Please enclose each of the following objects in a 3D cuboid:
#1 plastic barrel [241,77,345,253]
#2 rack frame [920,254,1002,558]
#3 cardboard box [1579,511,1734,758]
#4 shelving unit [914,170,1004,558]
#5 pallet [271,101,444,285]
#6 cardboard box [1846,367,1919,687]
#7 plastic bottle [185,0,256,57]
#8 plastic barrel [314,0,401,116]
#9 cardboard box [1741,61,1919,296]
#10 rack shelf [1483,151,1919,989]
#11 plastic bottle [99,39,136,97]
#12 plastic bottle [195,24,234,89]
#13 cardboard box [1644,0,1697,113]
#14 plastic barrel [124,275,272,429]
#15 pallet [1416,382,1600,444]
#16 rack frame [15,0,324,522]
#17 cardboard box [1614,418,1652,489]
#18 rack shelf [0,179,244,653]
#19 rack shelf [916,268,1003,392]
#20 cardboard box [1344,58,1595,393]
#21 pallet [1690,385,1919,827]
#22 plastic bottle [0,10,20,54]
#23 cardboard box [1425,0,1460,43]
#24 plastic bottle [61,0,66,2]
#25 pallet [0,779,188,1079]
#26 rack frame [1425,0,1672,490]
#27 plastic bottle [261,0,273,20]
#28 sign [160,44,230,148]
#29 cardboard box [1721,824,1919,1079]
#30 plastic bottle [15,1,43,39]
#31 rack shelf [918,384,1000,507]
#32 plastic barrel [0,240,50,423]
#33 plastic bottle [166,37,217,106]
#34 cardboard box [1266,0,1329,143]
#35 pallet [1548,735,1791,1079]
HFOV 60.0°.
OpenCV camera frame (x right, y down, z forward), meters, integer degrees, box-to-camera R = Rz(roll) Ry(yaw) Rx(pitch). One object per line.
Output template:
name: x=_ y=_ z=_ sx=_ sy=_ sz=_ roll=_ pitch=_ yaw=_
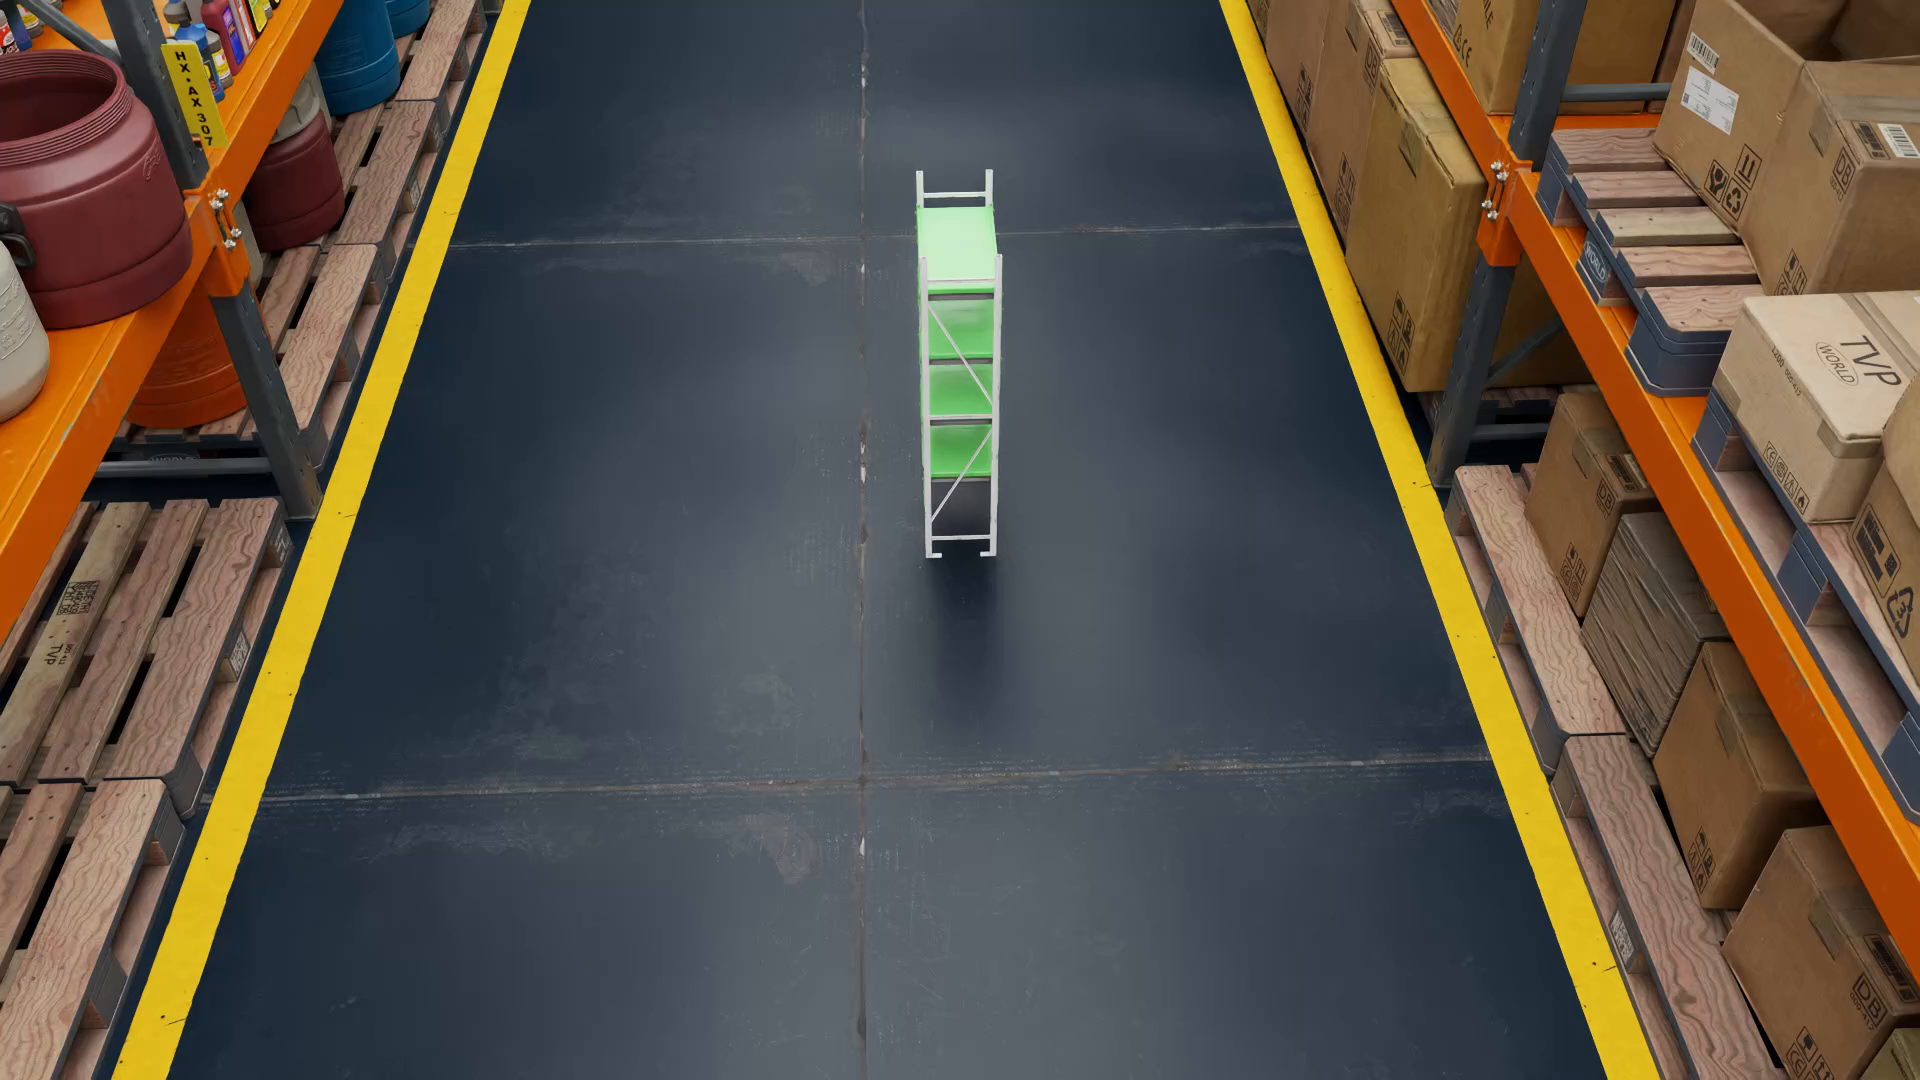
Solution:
plastic barrel: x=-2.844 y=-1.557 z=6.702 sx=0.600 sy=0.588 sz=0.708 roll=-2 pitch=43 yaw=-2
rack frame: x=0.003 y=-0.389 z=5.287 sx=0.240 sy=1.200 sz=0.015 roll=-2 pitch=43 yaw=-2
cardboard box: x=2.275 y=0.244 z=4.788 sx=0.700 sy=0.500 sz=0.500 roll=-5 pitch=43 yaw=-5
shelving unit: x=-0.007 y=-0.554 z=5.466 sx=0.258 sy=1.200 sz=0.503 roll=-2 pitch=43 yaw=-2
pallet: x=-2.882 y=-1.523 z=7.256 sx=1.003 sy=0.211 sz=1.213 roll=-2 pitch=43 yaw=-2
cardboard box: x=2.195 y=-0.001 z=3.144 sx=0.797 sy=0.503 sz=0.637 roll=2 pitch=43 yaw=3
plastic bottle: x=-2.473 y=-1.767 z=5.549 sx=0.152 sy=0.276 sz=0.135 roll=-2 pitch=43 yaw=-2
plastic barrel: x=-2.892 y=-2.435 z=7.428 sx=0.600 sy=0.901 sz=0.708 roll=-2 pitch=43 yaw=-2
cardboard box: x=2.377 y=-0.795 z=4.013 sx=0.700 sy=0.500 sz=0.500 roll=4 pitch=43 yaw=5
rack shelf: x=2.276 y=0.275 z=3.763 sx=1.077 sy=0.370 sz=4.000 roll=-2 pitch=43 yaw=-2
plastic bottle: x=-2.605 y=-1.450 z=5.204 sx=0.152 sy=0.276 sz=0.135 roll=-2 pitch=43 yaw=-2
plastic bottle: x=-2.435 y=-1.572 z=5.392 sx=0.097 sy=0.201 sz=0.097 roll=0 pitch=43 yaw=0
cardboard box: x=2.442 y=-1.714 z=5.326 sx=0.500 sy=0.500 sz=0.500 roll=0 pitch=43 yaw=-1
plastic barrel: x=-2.796 y=-0.883 z=5.789 sx=0.600 sy=0.830 sz=0.708 roll=-2 pitch=43 yaw=-2
pallet: x=2.232 y=-0.847 z=6.518 sx=1.003 sy=0.211 sz=1.213 roll=-2 pitch=43 yaw=-2
rack frame: x=-2.758 y=-1.199 z=4.838 sx=1.000 sy=3.000 sz=0.127 roll=-2 pitch=43 yaw=-2
cardboard box: x=2.249 y=-0.407 z=4.943 sx=0.500 sy=0.250 sz=0.500 roll=0 pitch=43 yaw=0
rack shelf: x=-2.673 y=0.417 z=3.608 sx=1.077 sy=0.370 sz=4.000 roll=-2 pitch=43 yaw=-2
rack shelf: x=-0.007 y=-0.684 z=5.348 sx=0.258 sy=0.148 sz=0.480 roll=-2 pitch=43 yaw=-2
cardboard box: x=2.182 y=-1.179 z=6.078 sx=1.225 sy=0.875 sz=0.875 roll=-3 pitch=43 yaw=-4
pallet: x=2.316 y=0.065 z=3.601 sx=1.003 sy=0.211 sz=1.213 roll=-2 pitch=43 yaw=-2
plastic bottle: x=-3.202 y=-1.686 z=5.517 sx=0.097 sy=0.201 sz=0.097 roll=0 pitch=43 yaw=0
cardboard box: x=1.907 y=-2.040 z=5.682 sx=0.500 sy=0.500 sz=0.500 roll=-2 pitch=43 yaw=-2
plastic bottle: x=-3.223 y=-2.015 z=5.875 sx=0.097 sy=0.201 sz=0.097 roll=0 pitch=43 yaw=0
pallet: x=-2.715 y=1.175 z=4.312 sx=1.003 sy=0.211 sz=1.213 roll=-2 pitch=43 yaw=-2
rack frame: x=2.191 y=-1.341 z=4.993 sx=1.000 sy=3.000 sz=0.127 roll=-2 pitch=43 yaw=-2
plastic bottle: x=-2.456 y=-1.908 z=5.759 sx=0.097 sy=0.201 sz=0.097 roll=0 pitch=43 yaw=0
sign: x=-2.209 y=-1.279 z=4.805 sx=0.100 sy=0.325 sz=0.005 roll=-2 pitch=43 yaw=-2
cardboard box: x=2.330 y=1.004 z=3.960 sx=0.700 sy=0.500 sz=0.500 roll=-5 pitch=43 yaw=-5
plastic bottle: x=-3.210 y=-1.818 z=5.660 sx=0.097 sy=0.201 sz=0.097 roll=0 pitch=43 yaw=0
rack shelf: x=-0.007 y=-0.330 z=5.672 sx=0.258 sy=0.148 sz=0.480 roll=-2 pitch=43 yaw=-2
plastic barrel: x=-2.501 y=-0.552 z=4.049 sx=0.421 sy=0.512 sz=0.421 roll=0 pitch=43 yaw=0
plastic bottle: x=-2.453 y=-1.454 z=5.209 sx=0.152 sy=0.276 sz=0.135 roll=-2 pitch=43 yaw=-2
cardboard box: x=2.107 y=-2.378 z=7.386 sx=1.225 sy=0.875 sz=0.875 roll=-3 pitch=43 yaw=-3
pallet: x=2.271 y=1.036 z=4.463 sx=1.003 sy=0.211 sz=1.213 roll=-2 pitch=43 yaw=-2
